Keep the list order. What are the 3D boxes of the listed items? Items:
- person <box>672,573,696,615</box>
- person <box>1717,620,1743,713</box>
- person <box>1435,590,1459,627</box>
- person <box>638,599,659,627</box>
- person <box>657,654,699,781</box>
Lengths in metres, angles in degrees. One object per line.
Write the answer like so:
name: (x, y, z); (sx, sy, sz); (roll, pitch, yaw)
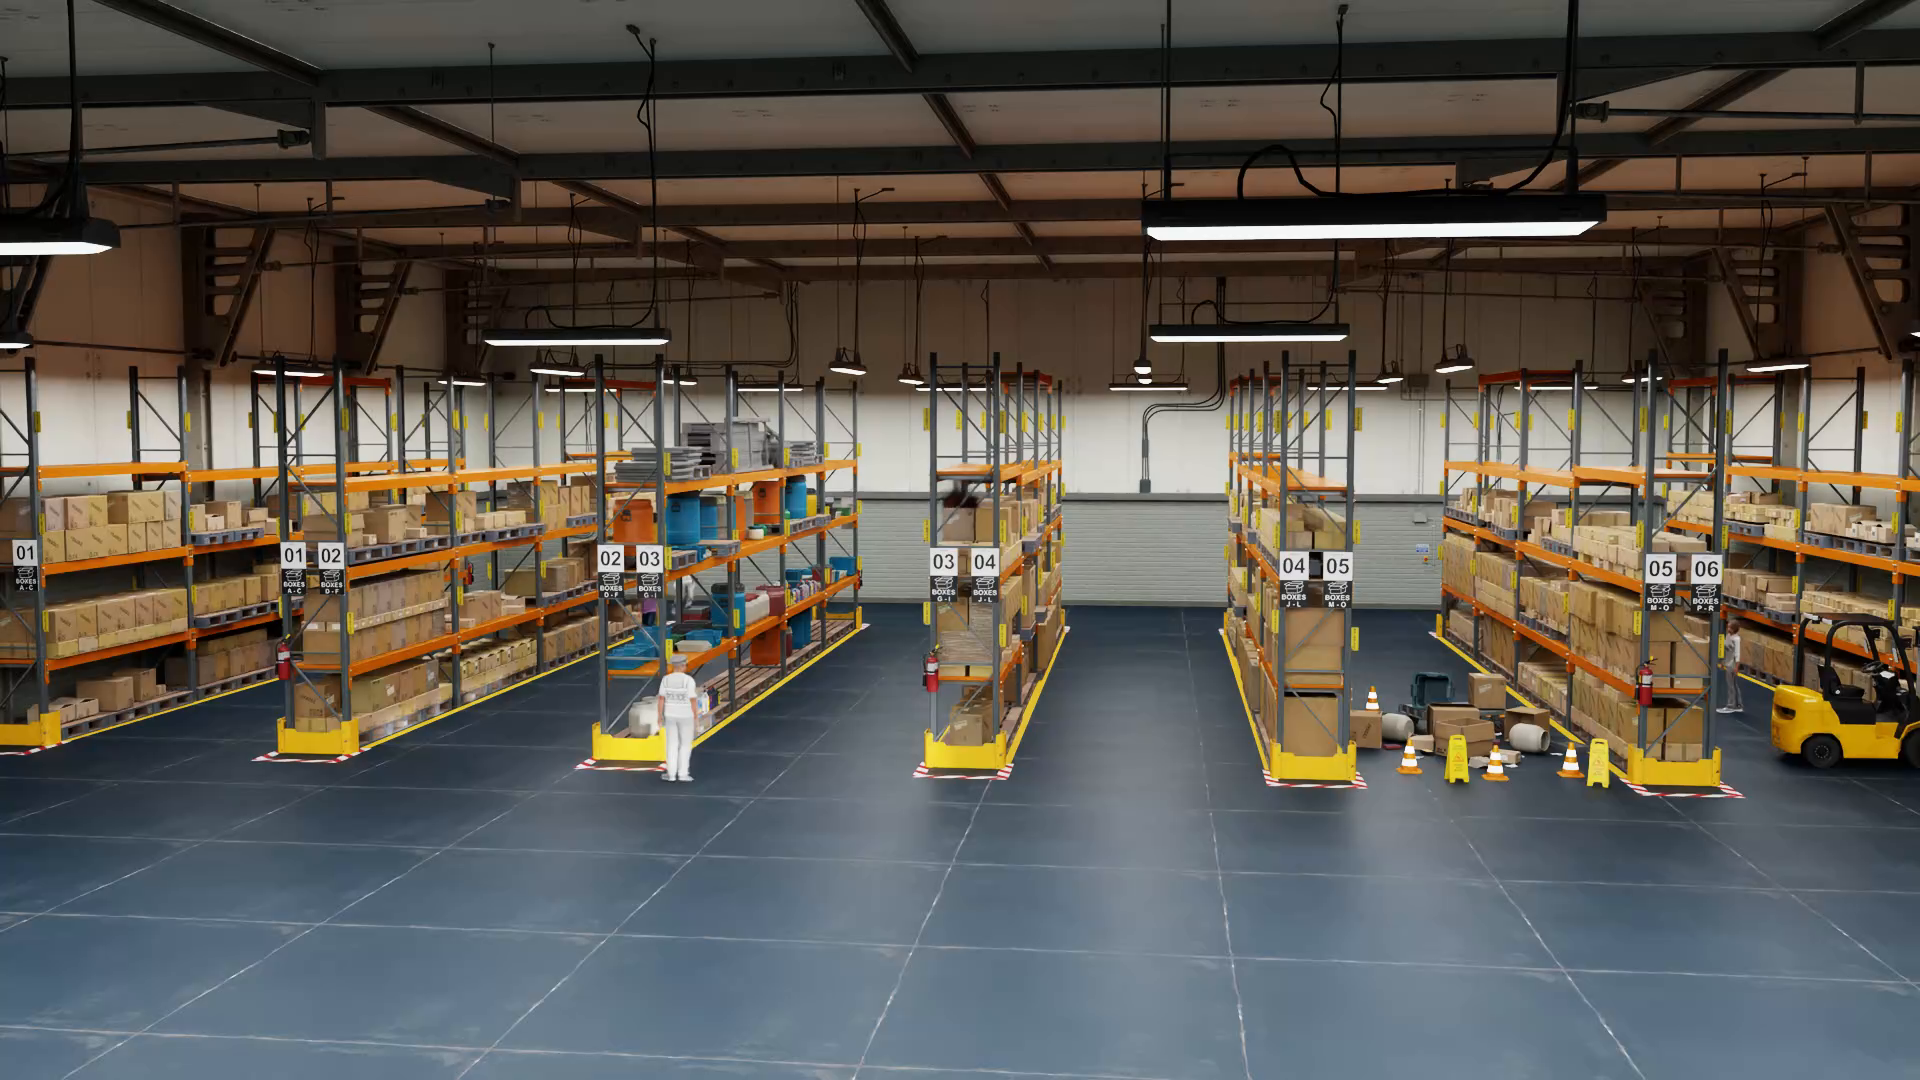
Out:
person: (-7.022, 1.110, 42.329); (0.602, 1.764, 0.638); (-3, 5, -39)
person: (13.313, 2.182, 28.690); (0.403, 1.598, 0.447); (2, 5, 26)
person: (11.891, 1.275, 40.126); (0.807, 1.755, 0.612); (0, 4, 5)
person: (-6.923, 1.604, 36.957); (0.410, 1.555, 0.823); (0, 4, 5)
person: (-3.938, 2.490, 23.209); (0.638, 1.801, 0.434); (1, 4, 16)
